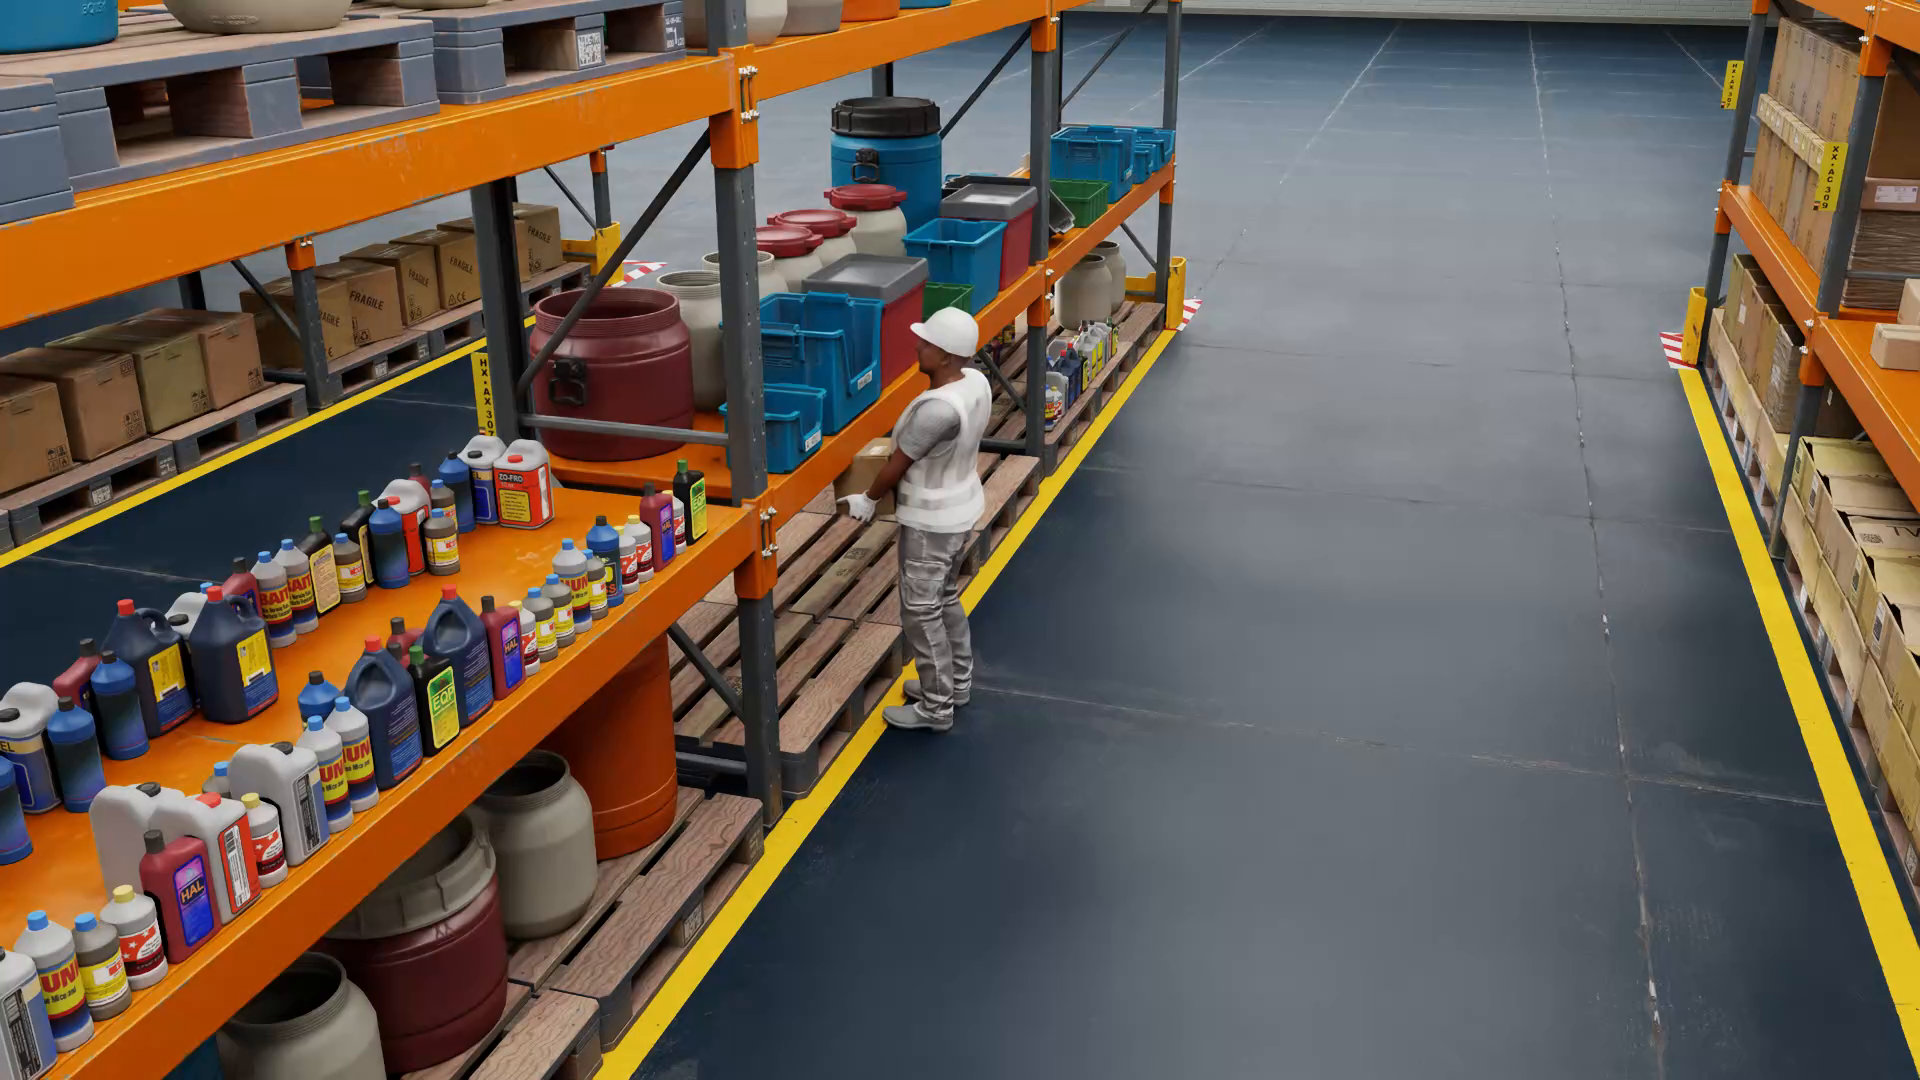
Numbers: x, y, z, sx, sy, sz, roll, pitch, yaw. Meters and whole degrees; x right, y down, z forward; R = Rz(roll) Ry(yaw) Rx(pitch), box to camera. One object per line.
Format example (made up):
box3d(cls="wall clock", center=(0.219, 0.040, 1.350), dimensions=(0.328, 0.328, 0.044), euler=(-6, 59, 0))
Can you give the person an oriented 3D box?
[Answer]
box3d(cls="person", center=(-0.191, -0.090, 6.794), dimensions=(0.584, 1.778, 0.487), euler=(6, 23, 16))
